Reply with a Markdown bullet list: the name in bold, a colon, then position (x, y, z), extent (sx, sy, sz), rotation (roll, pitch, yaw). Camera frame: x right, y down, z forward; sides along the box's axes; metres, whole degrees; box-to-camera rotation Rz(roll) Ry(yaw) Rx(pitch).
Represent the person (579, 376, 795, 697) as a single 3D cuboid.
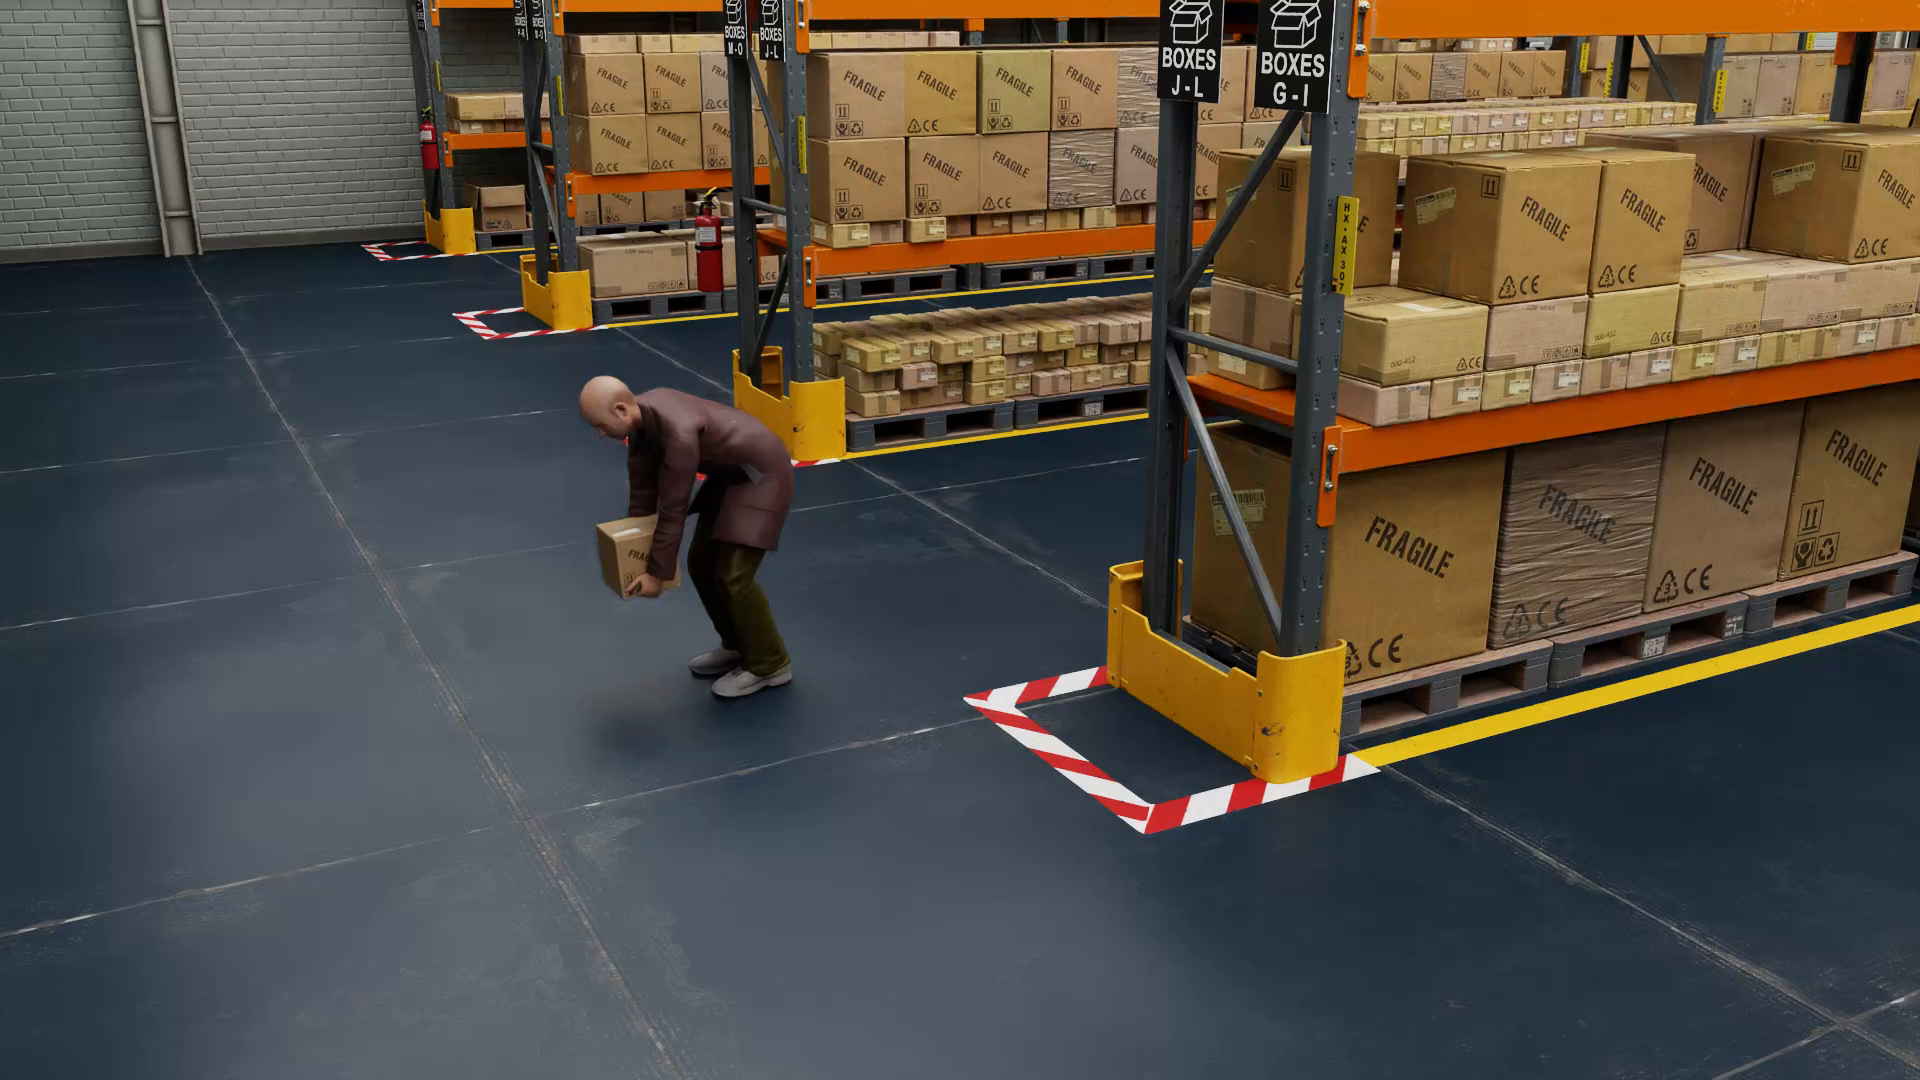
- **person**: position (-1.100, -0.026, 6.831), extent (0.876, 1.361, 0.563), rotation (-10, 21, -29)
